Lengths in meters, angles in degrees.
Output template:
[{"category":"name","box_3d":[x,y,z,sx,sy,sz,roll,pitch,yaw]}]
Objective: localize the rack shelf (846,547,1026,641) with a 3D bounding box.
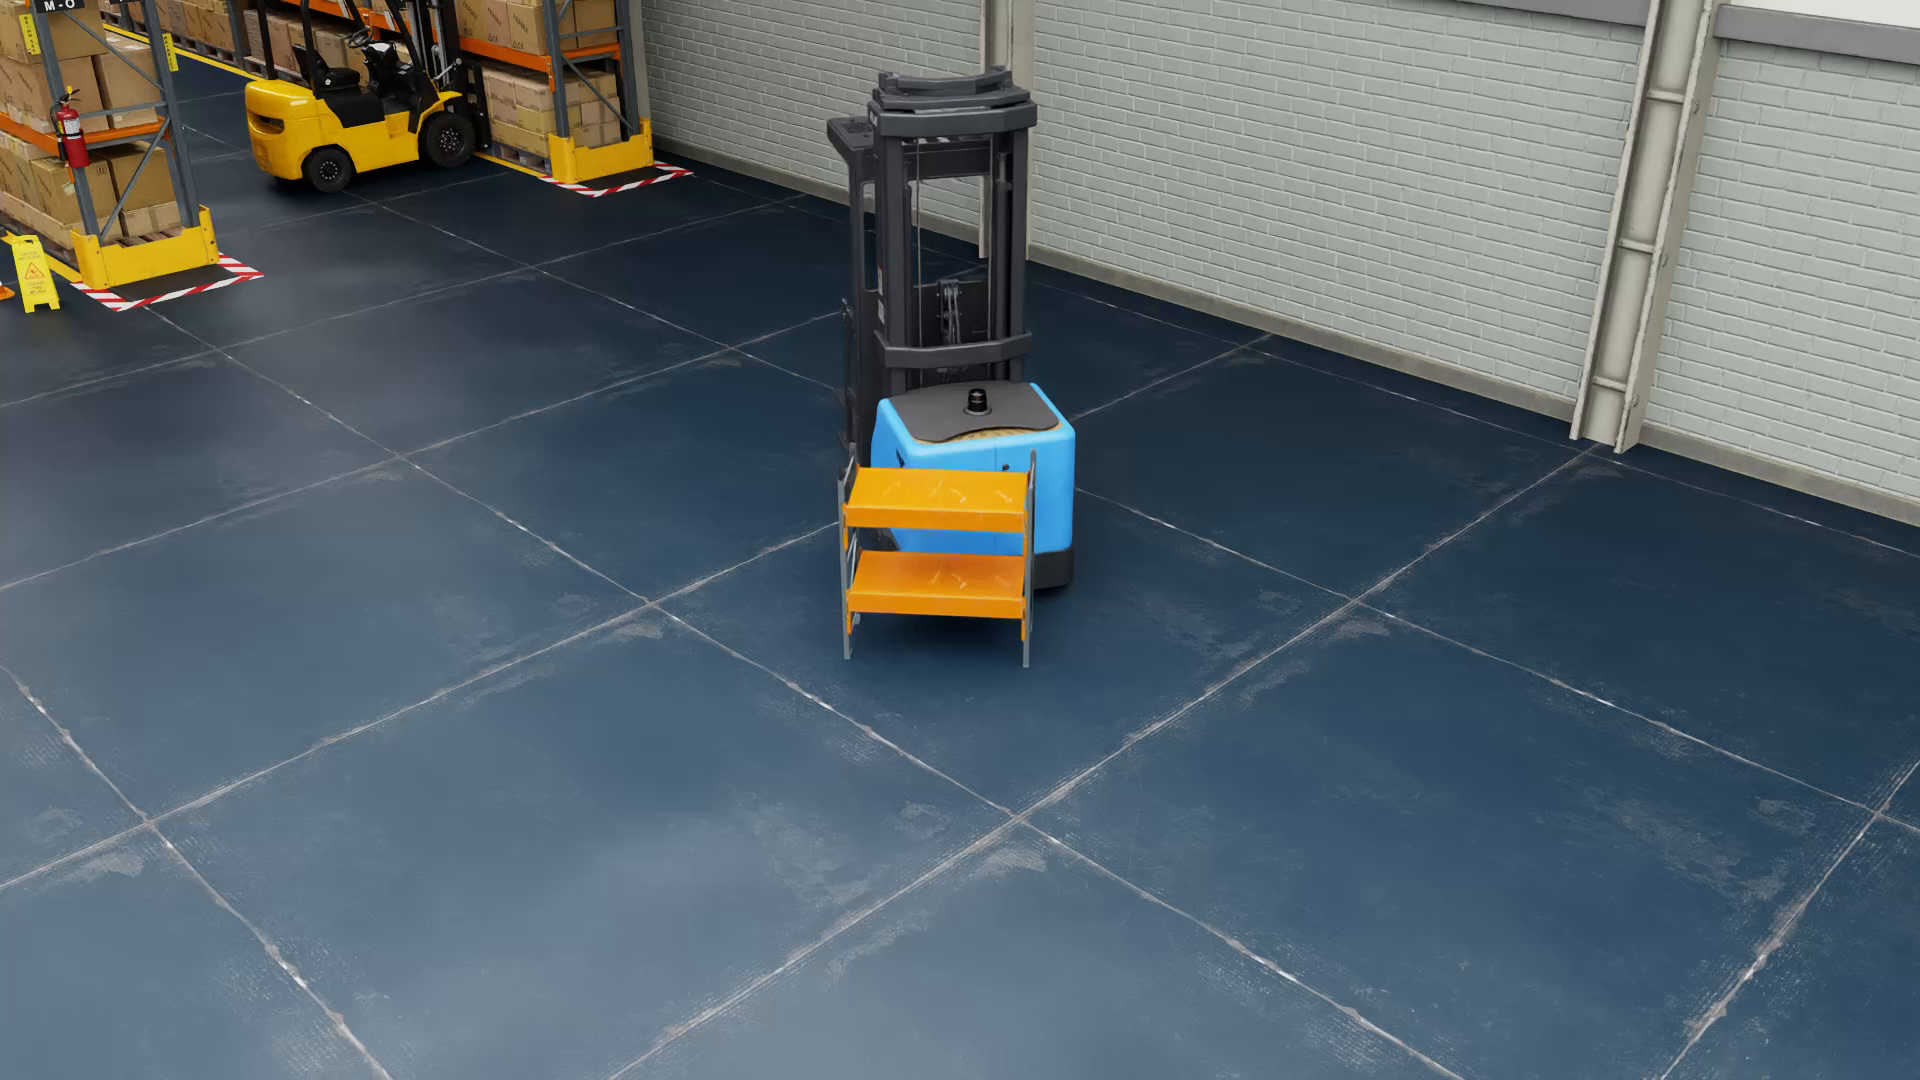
[{"category":"rack shelf","box_3d":[-0.115,0.302,9.482,1.000,0.278,0.538,2,28,4]}]

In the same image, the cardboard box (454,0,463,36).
[{"category":"cardboard box","box_3d":[-5.620,-6.068,18.953,0.500,0.500,0.500,25,37,39]}]

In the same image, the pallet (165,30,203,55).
[{"category":"pallet","box_3d":[-11.066,-7.481,24.744,1.213,0.211,1.003,25,36,38]}]

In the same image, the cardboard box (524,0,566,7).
[{"category":"cardboard box","box_3d":[-4.433,-5.802,17.750,0.380,0.149,0.250,-25,36,-38]}]

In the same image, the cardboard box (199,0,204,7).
[{"category":"cardboard box","box_3d":[-10.597,-7.684,23.671,0.250,0.149,0.380,23,36,37]}]

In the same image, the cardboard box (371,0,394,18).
[{"category":"cardboard box","box_3d":[-6.708,-6.569,19.905,0.500,0.500,0.500,23,36,37]}]

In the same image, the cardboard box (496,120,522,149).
[{"category":"cardboard box","box_3d":[-4.894,-4.633,18.835,0.500,0.250,0.500,25,36,38]}]

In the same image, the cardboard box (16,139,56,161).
[{"category":"cardboard box","box_3d":[-8.530,-3.662,15.486,0.380,0.149,0.250,-24,36,-38]}]

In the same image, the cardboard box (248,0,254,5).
[{"category":"cardboard box","box_3d":[-10.018,-7.797,23.886,0.380,0.149,0.250,-24,36,-38]}]

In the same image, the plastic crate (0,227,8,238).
[{"category":"plastic crate","box_3d":[-9.774,-3.031,16.421,0.583,0.080,0.402,12,30,22]}]

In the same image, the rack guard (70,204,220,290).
[{"category":"rack guard","box_3d":[-7.521,-2.720,15.380,0.348,0.500,1.175,25,36,38]}]

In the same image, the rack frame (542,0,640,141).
[{"category":"rack frame","box_3d":[-3.989,-5.451,17.886,0.127,3.000,1.000,25,36,38]}]

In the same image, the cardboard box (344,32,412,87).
[{"category":"cardboard box","box_3d":[-7.222,-6.057,21.140,0.875,0.625,0.625,-23,36,-37]}]

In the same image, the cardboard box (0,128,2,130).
[{"category":"cardboard box","box_3d":[-9.479,-4.098,16.315,0.380,0.149,0.250,-23,35,-36]}]

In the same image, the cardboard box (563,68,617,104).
[{"category":"cardboard box","box_3d":[-4.199,-5.082,18.613,0.500,0.250,0.500,24,36,38]}]

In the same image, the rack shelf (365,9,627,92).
[{"category":"rack shelf","box_3d":[-5.415,-5.785,19.295,4.000,0.370,1.077,25,36,38]}]

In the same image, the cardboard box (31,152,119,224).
[{"category":"cardboard box","box_3d":[-8.221,-3.278,15.451,0.500,0.500,0.500,25,37,39]}]

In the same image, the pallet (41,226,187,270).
[{"category":"pallet","box_3d":[-8.075,-2.869,15.974,1.213,0.211,1.003,25,36,38]}]

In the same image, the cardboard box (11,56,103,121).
[{"category":"cardboard box","box_3d":[-8.047,-4.064,14.821,0.500,0.500,0.500,24,36,38]}]

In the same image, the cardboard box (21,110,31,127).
[{"category":"cardboard box","box_3d":[-8.310,-3.879,15.166,0.250,0.149,0.380,24,36,38]}]

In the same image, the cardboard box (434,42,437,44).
[{"category":"cardboard box","box_3d":[-6.355,-6.071,20.495,0.500,0.250,0.500,-24,36,-38]}]

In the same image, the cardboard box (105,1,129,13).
[{"category":"cardboard box","box_3d":[-13.149,-8.374,26.059,0.250,0.149,0.380,23,36,37]}]

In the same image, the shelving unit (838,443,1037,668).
[{"category":"shelving unit","box_3d":[-0.115,0.086,9.367,1.048,1.125,0.538,2,28,4]}]

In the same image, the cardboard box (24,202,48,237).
[{"category":"cardboard box","box_3d":[-8.596,-3.117,15.952,0.500,0.250,0.500,25,37,39]}]

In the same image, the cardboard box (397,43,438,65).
[{"category":"cardboard box","box_3d":[-6.359,-5.735,19.856,0.500,0.250,0.500,25,36,38]}]

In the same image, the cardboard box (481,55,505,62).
[{"category":"cardboard box","box_3d":[-5.268,-5.580,19.561,0.500,0.250,0.500,24,36,37]}]

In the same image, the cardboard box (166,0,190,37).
[{"category":"cardboard box","box_3d":[-11.254,-7.707,24.412,0.500,0.500,0.500,23,35,37]}]

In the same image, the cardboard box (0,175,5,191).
[{"category":"cardboard box","box_3d":[-9.329,-3.785,16.417,0.500,0.500,0.500,-23,35,-37]}]

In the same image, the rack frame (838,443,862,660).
[{"category":"rack frame","box_3d":[-0.621,0.067,9.404,0.032,1.125,0.500,2,28,4]}]

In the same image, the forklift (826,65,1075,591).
[{"category":"forklift","box_3d":[-0.198,-1.584,10.606,1.130,2.935,3.031,-7,29,-14]}]

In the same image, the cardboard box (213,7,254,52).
[{"category":"cardboard box","box_3d":[-10.146,-7.207,23.461,0.500,0.500,0.500,-24,36,-38]}]

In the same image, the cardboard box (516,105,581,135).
[{"category":"cardboard box","box_3d":[-4.556,-4.696,18.417,0.500,0.250,0.500,24,36,38]}]

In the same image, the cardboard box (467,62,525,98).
[{"category":"cardboard box","box_3d":[-5.271,-5.235,18.905,0.500,0.250,0.500,-25,37,-39]}]

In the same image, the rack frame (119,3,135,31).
[{"category":"rack frame","box_3d":[-12.546,-9.366,25.333,0.127,3.000,1.000,25,36,38]}]

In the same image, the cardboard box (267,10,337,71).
[{"category":"cardboard box","box_3d":[-8.787,-6.777,22.509,0.875,0.625,0.625,-24,36,-38]}]

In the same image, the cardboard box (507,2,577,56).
[{"category":"cardboard box","box_3d":[-4.524,-5.568,18.003,0.500,0.500,0.500,24,36,37]}]

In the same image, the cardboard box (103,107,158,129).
[{"category":"cardboard box","box_3d":[-7.564,-3.870,15.151,0.250,0.149,0.380,25,37,39]}]

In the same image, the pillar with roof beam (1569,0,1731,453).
[{"category":"pillar with roof beam","box_3d":[1.685,-3.288,7.327,0.400,9.000,9.100,25,36,38]}]

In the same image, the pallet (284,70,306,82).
[{"category":"pallet","box_3d":[-8.269,-6.147,22.207,1.213,0.211,1.003,25,36,38]}]

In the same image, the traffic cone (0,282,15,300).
[{"category":"traffic cone","box_3d":[-8.678,-2.391,14.794,0.334,0.463,0.336,25,36,38]}]

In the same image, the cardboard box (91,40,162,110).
[{"category":"cardboard box","box_3d":[-7.610,-4.225,15.128,0.500,0.500,0.500,24,36,38]}]

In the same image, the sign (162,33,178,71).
[{"category":"sign","box_3d":[-7.086,-4.365,14.892,0.005,0.325,0.100,25,36,38]}]
